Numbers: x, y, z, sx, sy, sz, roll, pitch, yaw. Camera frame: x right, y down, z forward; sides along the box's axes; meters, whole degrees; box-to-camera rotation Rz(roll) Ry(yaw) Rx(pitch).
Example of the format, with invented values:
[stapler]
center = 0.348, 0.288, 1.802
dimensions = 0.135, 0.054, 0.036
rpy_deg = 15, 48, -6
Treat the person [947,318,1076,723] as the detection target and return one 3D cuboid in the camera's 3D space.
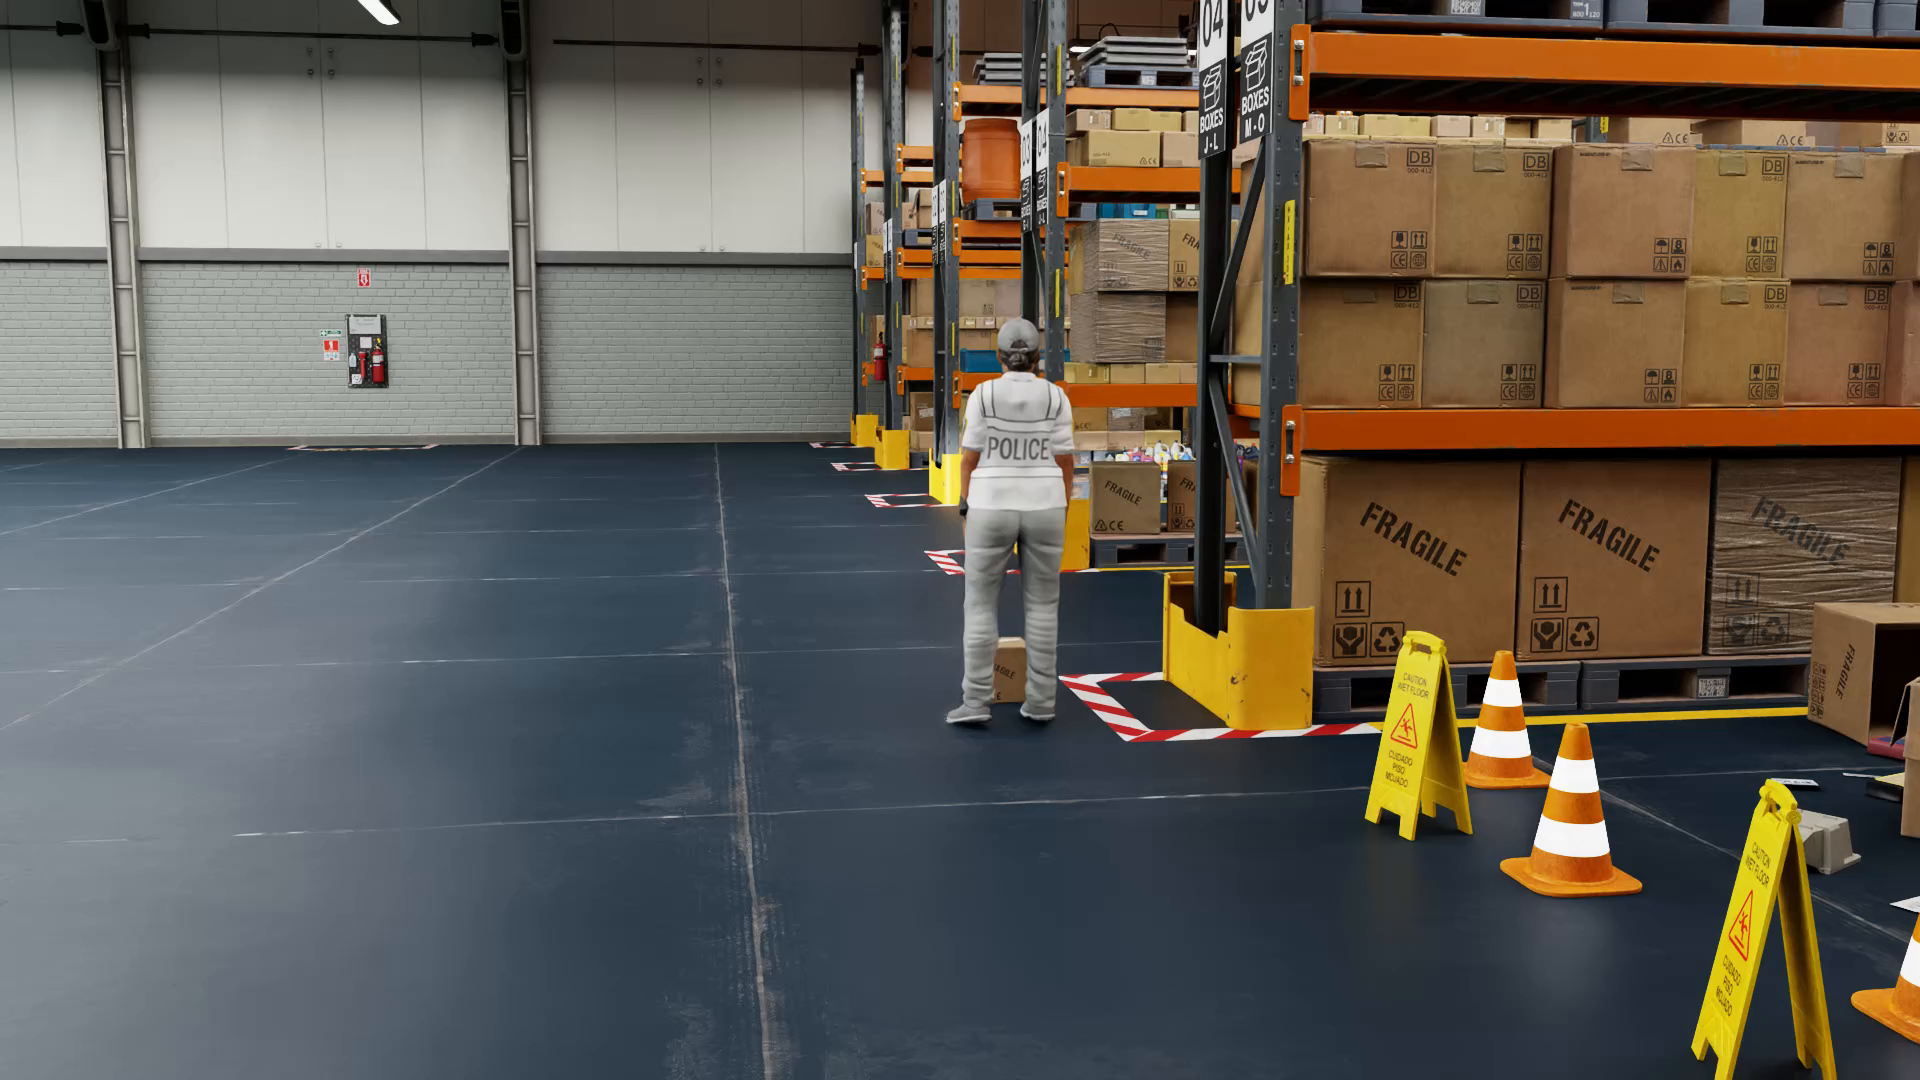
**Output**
[person]
center = 0.210, -0.066, 6.885
dimensions = 0.518, 1.690, 0.382
rpy_deg = -1, 7, -7
